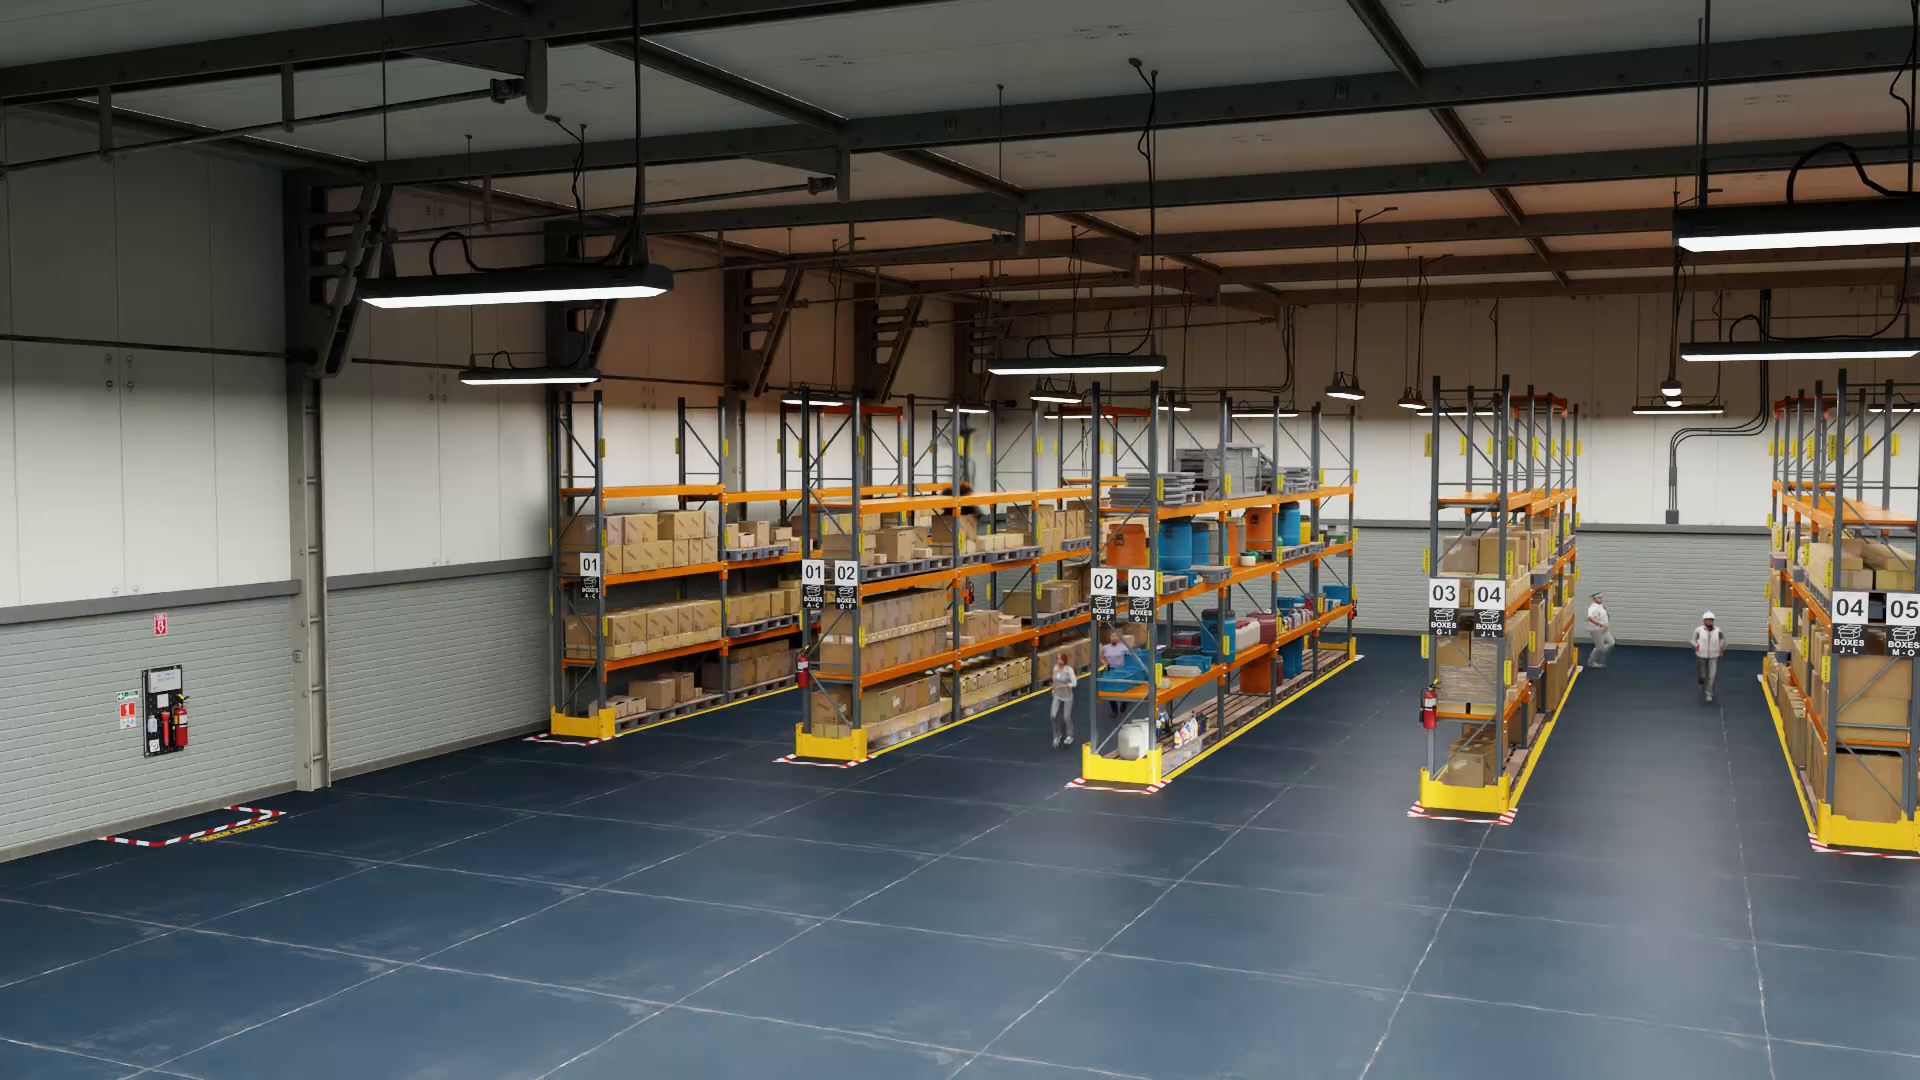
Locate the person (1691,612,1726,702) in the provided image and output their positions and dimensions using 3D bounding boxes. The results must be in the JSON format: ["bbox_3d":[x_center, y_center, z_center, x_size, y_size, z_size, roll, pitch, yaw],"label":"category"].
[{"bbox_3d":[14.877,2.301,33.079,0.651,1.754,0.876,1,3,18],"label":"person"}]

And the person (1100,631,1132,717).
[{"bbox_3d":[2.875,2.497,30.880,0.600,1.608,0.538,1,3,23],"label":"person"}]

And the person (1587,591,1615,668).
[{"bbox_3d":[14.603,2.058,37.921,0.572,1.787,0.709,3,4,43],"label":"person"}]

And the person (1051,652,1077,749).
[{"bbox_3d":[1.728,2.680,27.765,0.517,1.598,0.686,2,4,28],"label":"person"}]
